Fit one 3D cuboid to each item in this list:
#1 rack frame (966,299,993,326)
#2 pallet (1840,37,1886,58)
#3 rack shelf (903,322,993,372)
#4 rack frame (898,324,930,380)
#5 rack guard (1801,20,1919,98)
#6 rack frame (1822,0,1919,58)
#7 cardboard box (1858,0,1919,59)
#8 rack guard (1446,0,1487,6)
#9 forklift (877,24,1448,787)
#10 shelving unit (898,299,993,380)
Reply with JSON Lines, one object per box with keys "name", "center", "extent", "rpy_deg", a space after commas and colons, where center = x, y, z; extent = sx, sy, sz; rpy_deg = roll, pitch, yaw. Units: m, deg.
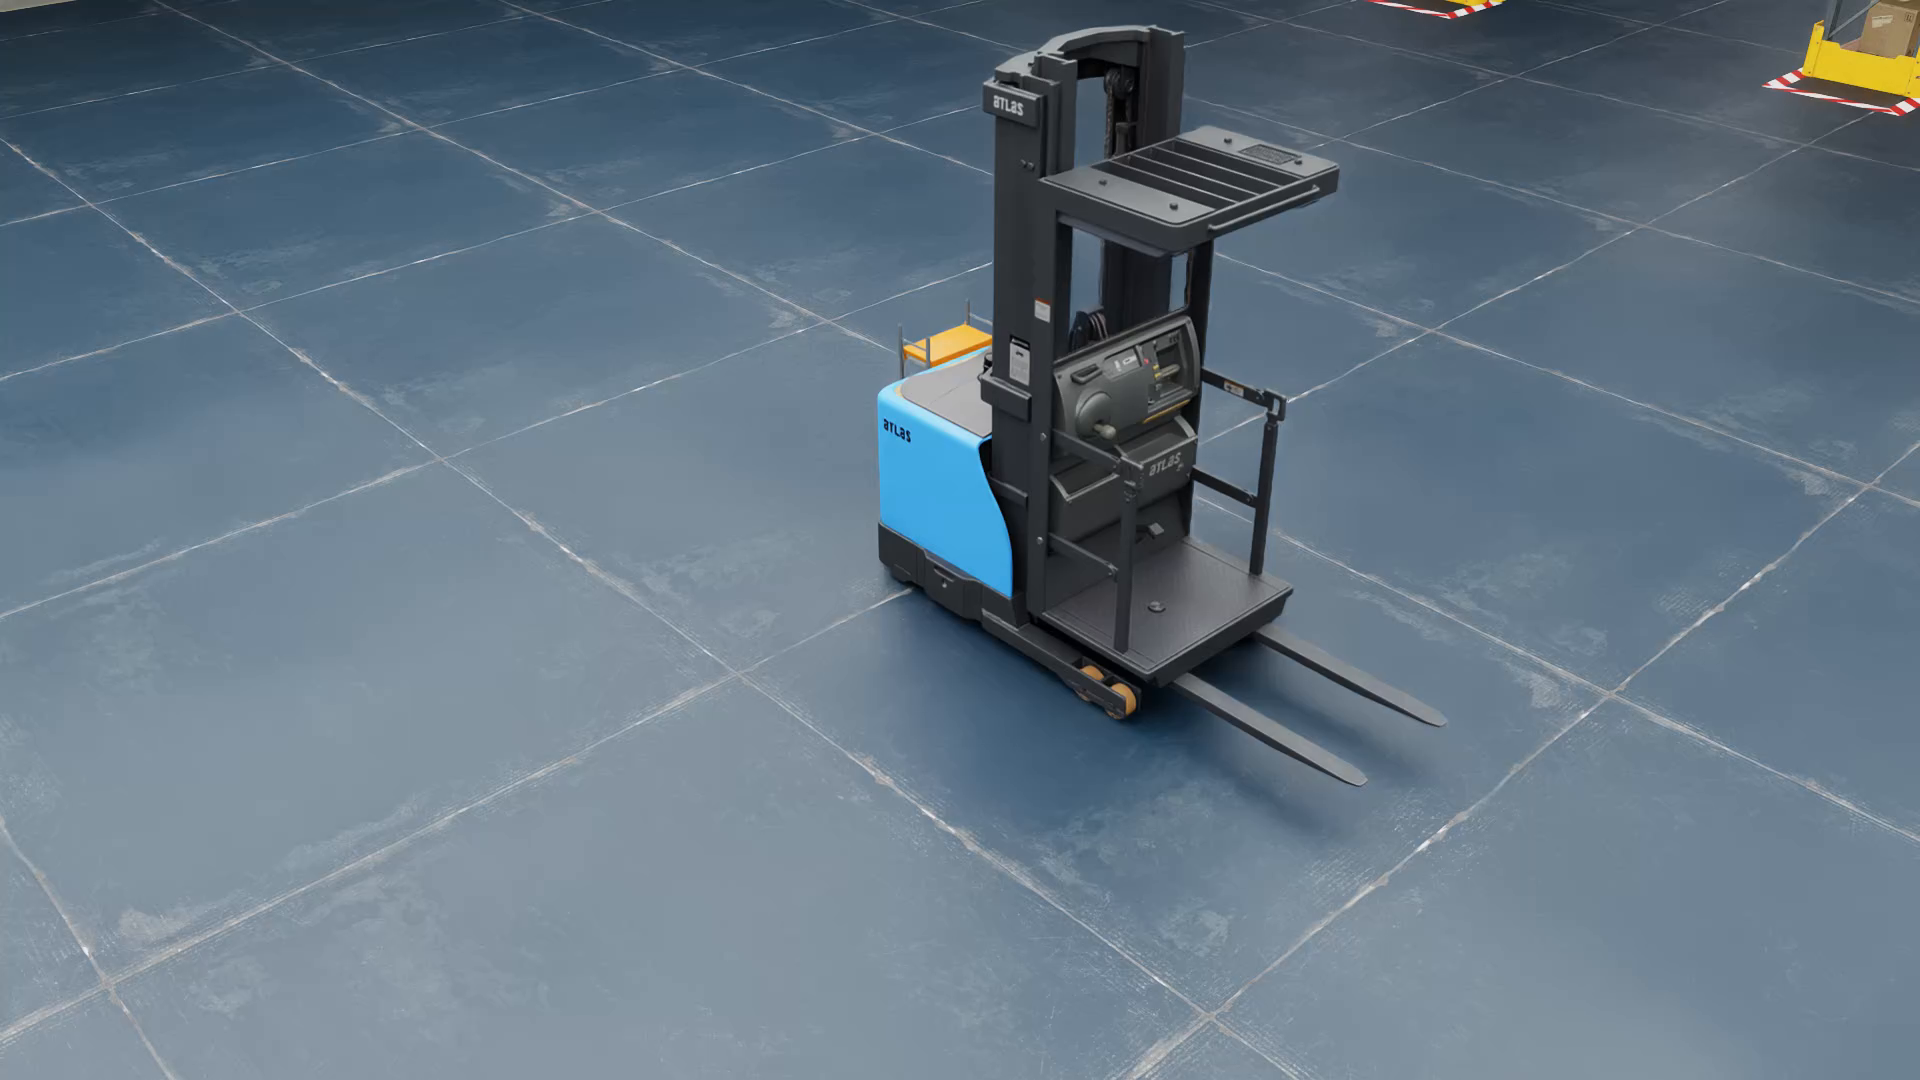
{"name": "rack frame", "center": [0.120, -0.760, 9.341], "extent": [0.015, 1.200, 0.240], "rpy_deg": [-26, 39, -35]}
{"name": "pallet", "center": [9.756, -4.981, 17.193], "extent": [1.213, 0.211, 1.003], "rpy_deg": [-26, 40, -35]}
{"name": "rack shelf", "center": [-0.062, -1.010, 8.997], "extent": [0.480, 0.148, 0.258], "rpy_deg": [-26, 39, -35]}
{"name": "rack frame", "center": [-0.239, -0.588, 9.059], "extent": [0.015, 1.200, 0.240], "rpy_deg": [-26, 39, -35]}
{"name": "rack guard", "center": [9.136, -4.829, 16.669], "extent": [0.348, 0.500, 1.175], "rpy_deg": [-26, 40, -35]}
{"name": "rack frame", "center": [9.080, -5.869, 15.972], "extent": [0.127, 3.000, 1.000], "rpy_deg": [-26, 40, -35]}
{"name": "cardboard box", "center": [9.550, -5.197, 16.867], "extent": [0.500, 0.500, 0.500], "rpy_deg": [-18, 36, -27]}
{"name": "rack guard", "center": [5.737, -6.742, 19.797], "extent": [0.348, 0.500, 1.175], "rpy_deg": [-26, 40, -35]}
{"name": "forklift", "center": [0.929, -0.706, 7.595], "extent": [1.130, 2.935, 3.031], "rpy_deg": [-26, 40, -35]}
{"name": "shelving unit", "center": [-0.060, -0.674, 9.200], "extent": [0.503, 1.200, 0.258], "rpy_deg": [-26, 39, -35]}
